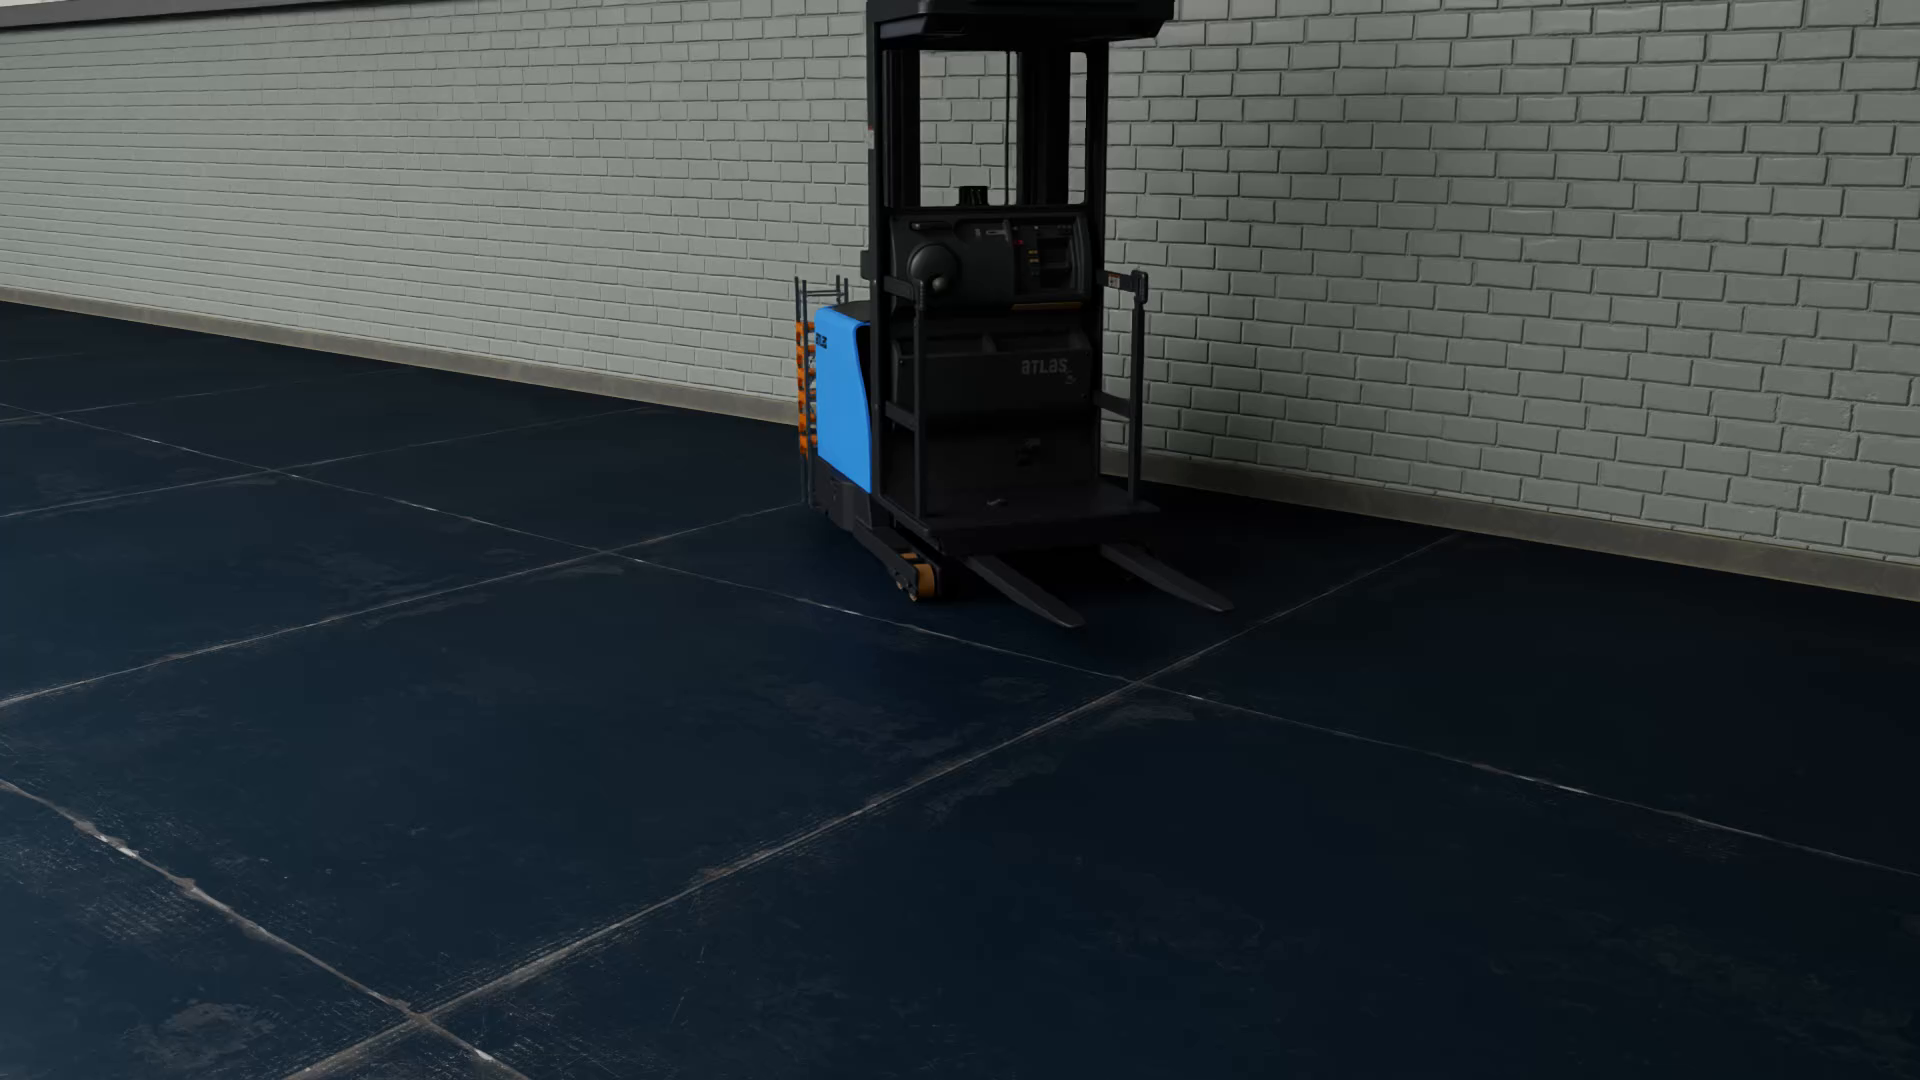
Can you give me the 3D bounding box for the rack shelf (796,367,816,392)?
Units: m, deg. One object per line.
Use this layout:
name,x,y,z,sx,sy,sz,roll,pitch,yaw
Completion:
rack shelf,-0.712,-0.848,8.713,0.258,0.103,0.180,-5,15,-17

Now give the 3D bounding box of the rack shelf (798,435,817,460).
rack shelf,-0.709,-0.500,8.802,0.258,0.103,0.180,-5,15,-17

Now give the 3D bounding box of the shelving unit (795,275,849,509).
shelving unit,-0.712,-0.775,8.732,0.258,1.200,0.189,-5,15,-17

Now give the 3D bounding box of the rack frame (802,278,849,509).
rack frame,-0.684,-0.754,8.647,0.240,1.200,0.006,-5,15,-17

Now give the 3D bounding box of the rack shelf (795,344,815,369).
rack shelf,-0.713,-0.965,8.684,0.258,0.103,0.180,-5,15,-17

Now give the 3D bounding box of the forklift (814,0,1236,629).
forklift,0.214,-1.270,7.170,1.130,2.935,3.031,-5,15,-19

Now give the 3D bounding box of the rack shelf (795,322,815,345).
rack shelf,-0.714,-1.081,8.654,0.258,0.103,0.180,-5,15,-17

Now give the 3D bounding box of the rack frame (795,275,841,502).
rack frame,-0.739,-0.797,8.817,0.240,1.200,0.006,-5,15,-17

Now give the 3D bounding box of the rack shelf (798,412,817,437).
rack shelf,-0.710,-0.616,8.773,0.258,0.103,0.180,-5,15,-17

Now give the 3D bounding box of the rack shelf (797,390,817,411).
rack shelf,-0.711,-0.732,8.743,0.258,0.103,0.180,-5,15,-17
